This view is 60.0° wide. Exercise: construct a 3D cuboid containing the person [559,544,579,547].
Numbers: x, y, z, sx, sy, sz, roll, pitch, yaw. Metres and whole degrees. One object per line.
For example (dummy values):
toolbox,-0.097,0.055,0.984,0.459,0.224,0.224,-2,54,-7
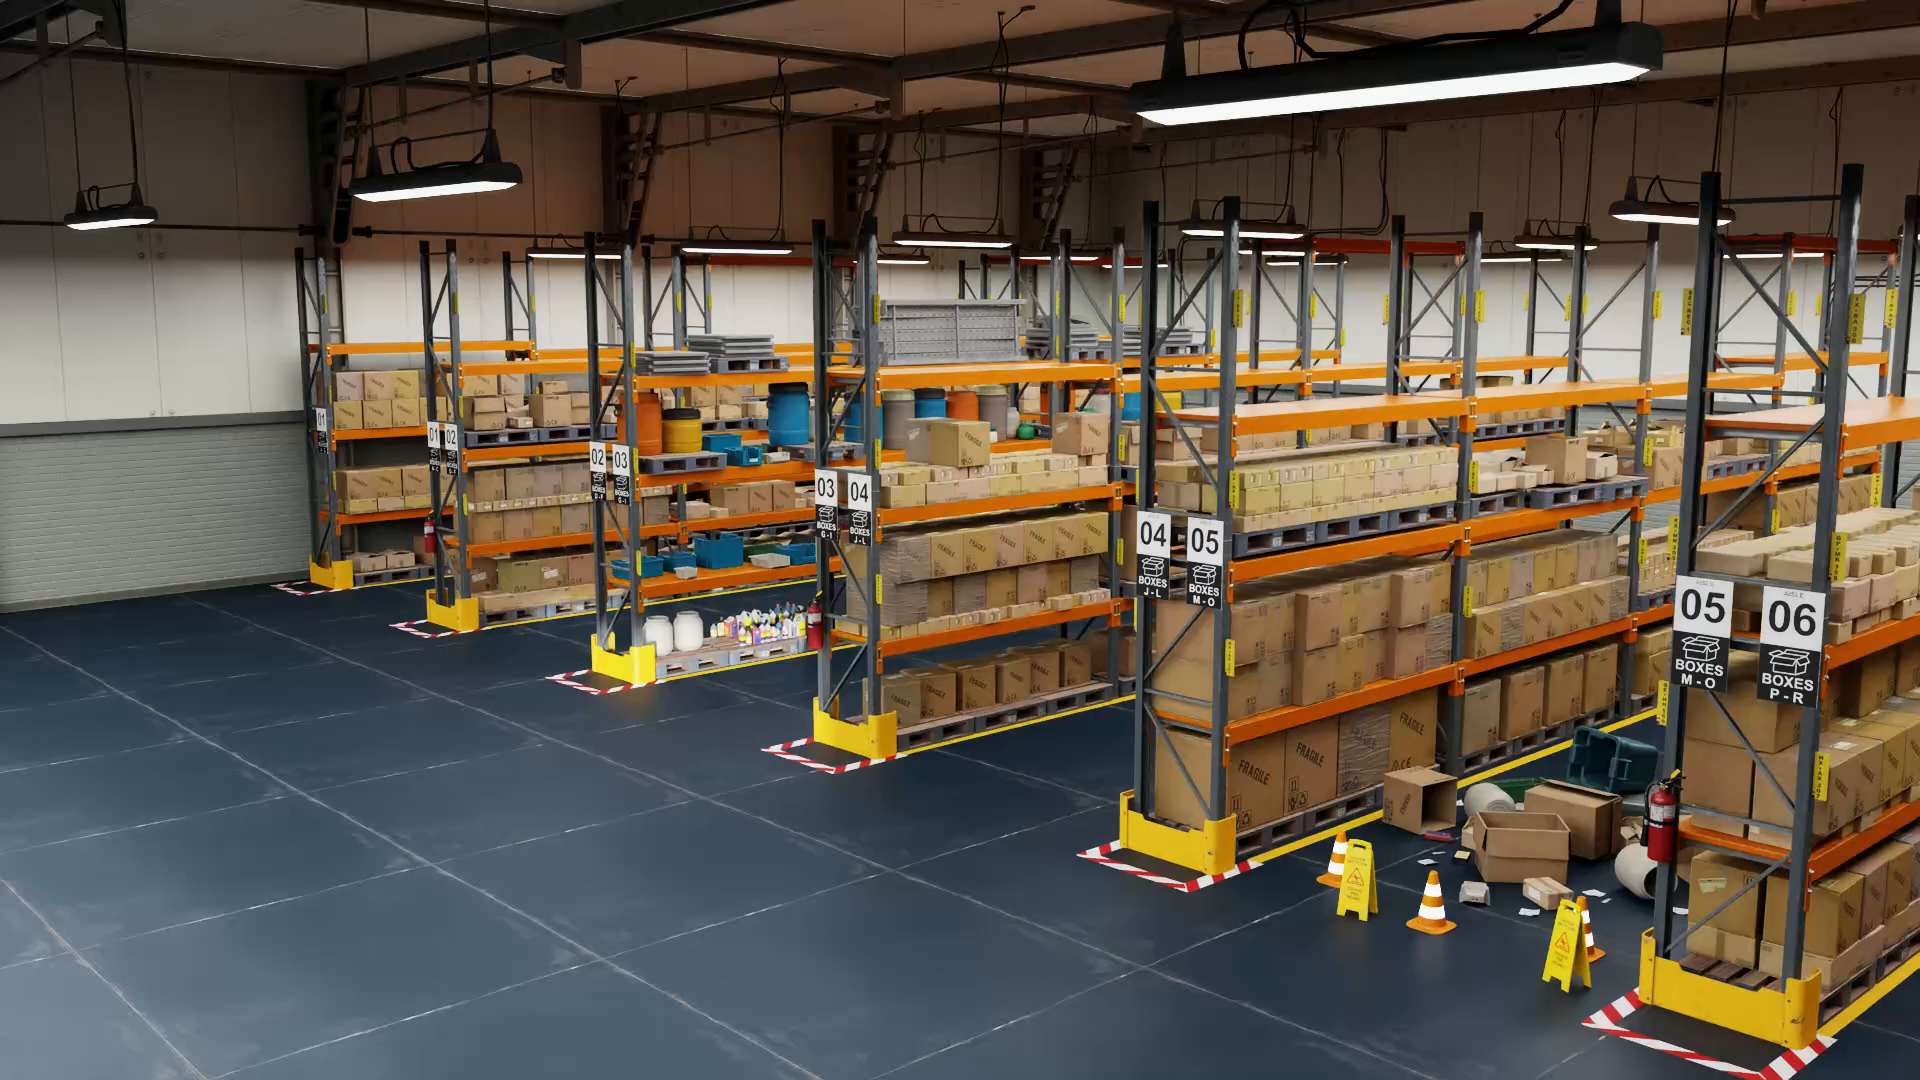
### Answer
person,-7.274,-0.088,30.700,0.656,1.607,0.772,-1,8,-6
